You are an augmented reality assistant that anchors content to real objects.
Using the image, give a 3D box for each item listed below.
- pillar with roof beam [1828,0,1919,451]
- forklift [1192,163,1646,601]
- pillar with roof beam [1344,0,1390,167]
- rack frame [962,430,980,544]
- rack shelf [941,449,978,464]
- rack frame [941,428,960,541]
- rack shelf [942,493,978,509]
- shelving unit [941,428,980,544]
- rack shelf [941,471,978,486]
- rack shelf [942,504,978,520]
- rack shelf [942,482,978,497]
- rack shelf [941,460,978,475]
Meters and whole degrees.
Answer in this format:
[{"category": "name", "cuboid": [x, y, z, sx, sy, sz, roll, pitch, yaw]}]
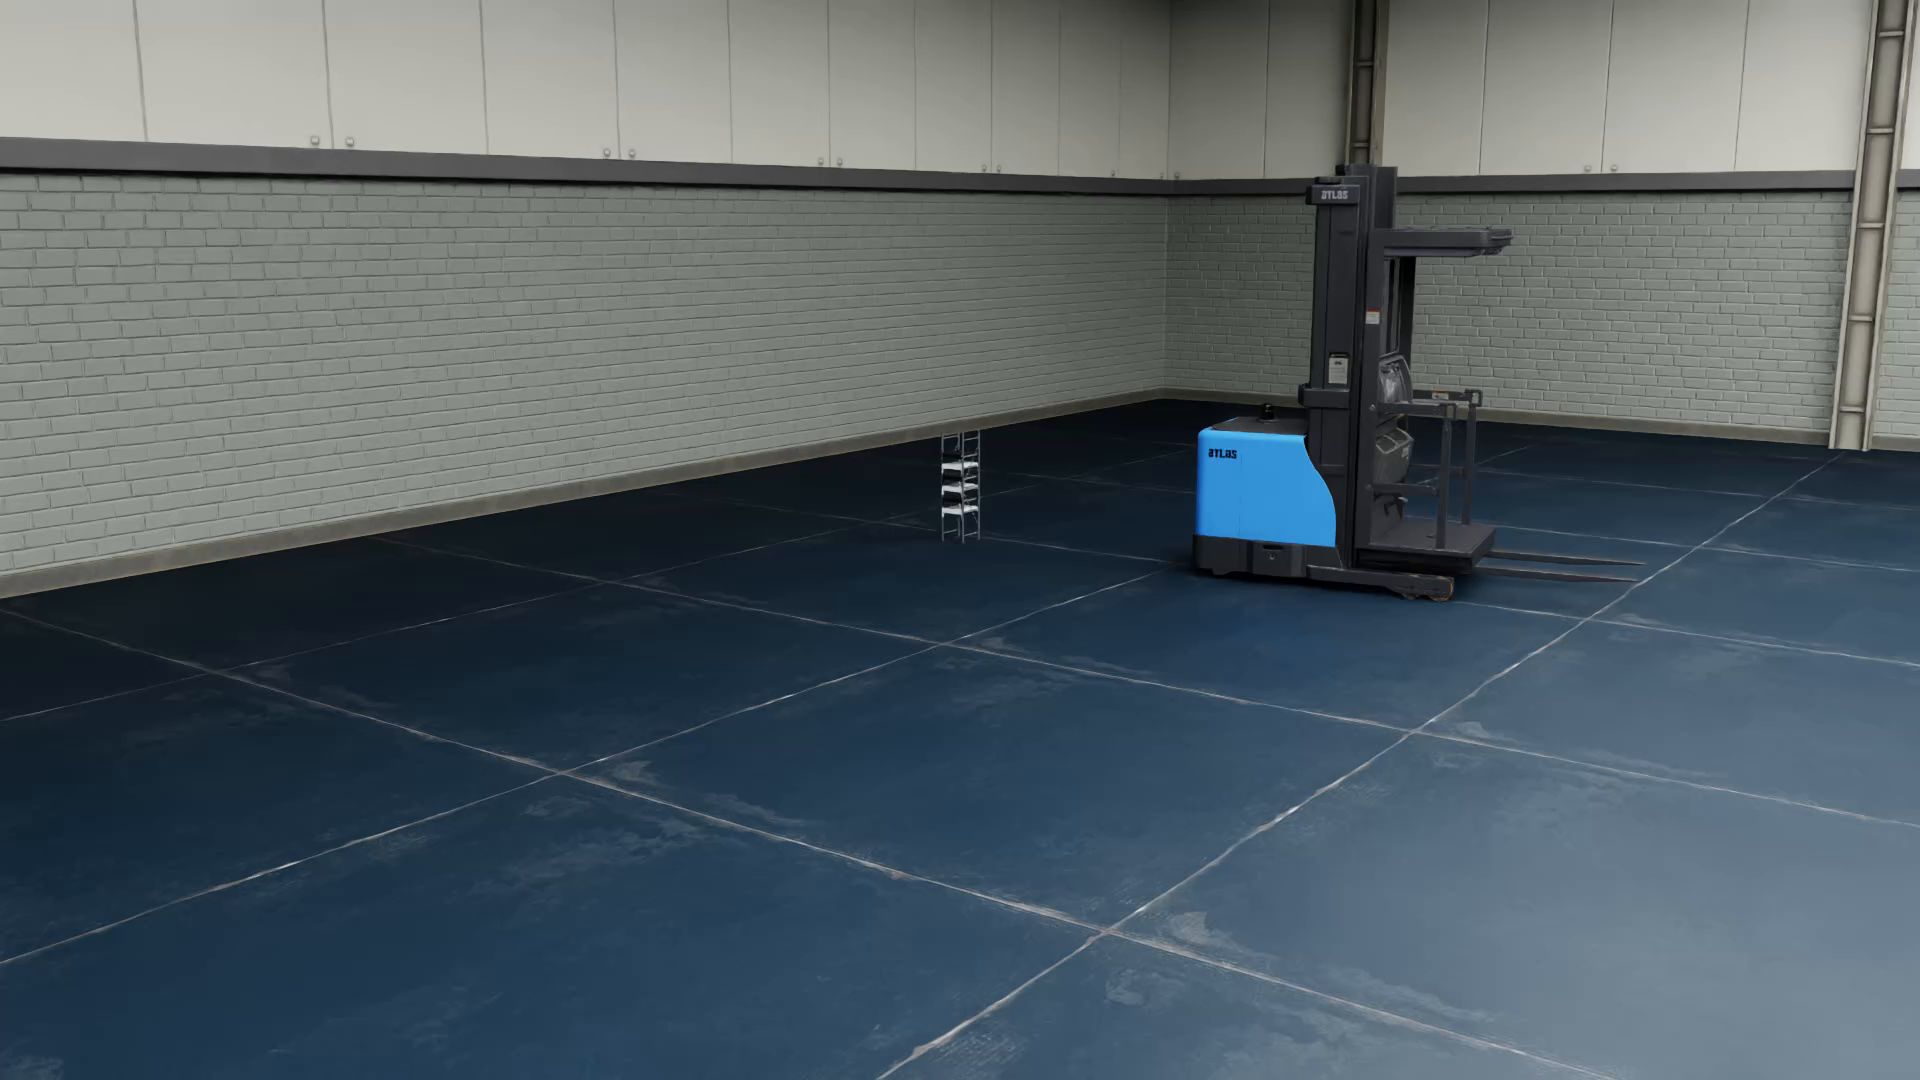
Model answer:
[{"category": "pillar with roof beam", "cuboid": [7.568, -4.799, 14.644, 0.400, 9.000, 9.100, 8, 13, 36]}, {"category": "forklift", "cuboid": [3.255, -1.134, 11.673, 3.031, 2.935, 1.130, 5, 12, 26]}, {"category": "pillar with roof beam", "cuboid": [2.732, -5.474, 18.131, 0.400, 9.000, 9.100, 8, 13, 36]}, {"category": "rack frame", "cuboid": [0.088, -0.429, 13.380, 0.006, 0.900, 0.240, 8, 13, 36]}, {"category": "rack shelf", "cuboid": [0.007, -0.673, 13.395, 0.200, 0.077, 0.258, 8, 13, 36]}, {"category": "rack frame", "cuboid": [-0.075, -0.452, 13.499, 0.006, 0.900, 0.240, 8, 13, 36]}, {"category": "rack shelf", "cuboid": [0.007, -0.320, 13.463, 0.200, 0.077, 0.258, 8, 13, 36]}, {"category": "shelving unit", "cuboid": [0.007, -0.441, 13.439, 0.210, 0.900, 0.258, 8, 13, 36]}, {"category": "rack shelf", "cuboid": [0.007, -0.497, 13.429, 0.200, 0.077, 0.258, 8, 13, 36]}, {"category": "rack shelf", "cuboid": [0.007, -0.231, 13.480, 0.200, 0.077, 0.258, 8, 13, 36]}, {"category": "rack shelf", "cuboid": [0.007, -0.408, 13.446, 0.200, 0.077, 0.258, 8, 13, 36]}, {"category": "rack shelf", "cuboid": [0.007, -0.585, 13.412, 0.200, 0.077, 0.258, 8, 13, 36]}]
